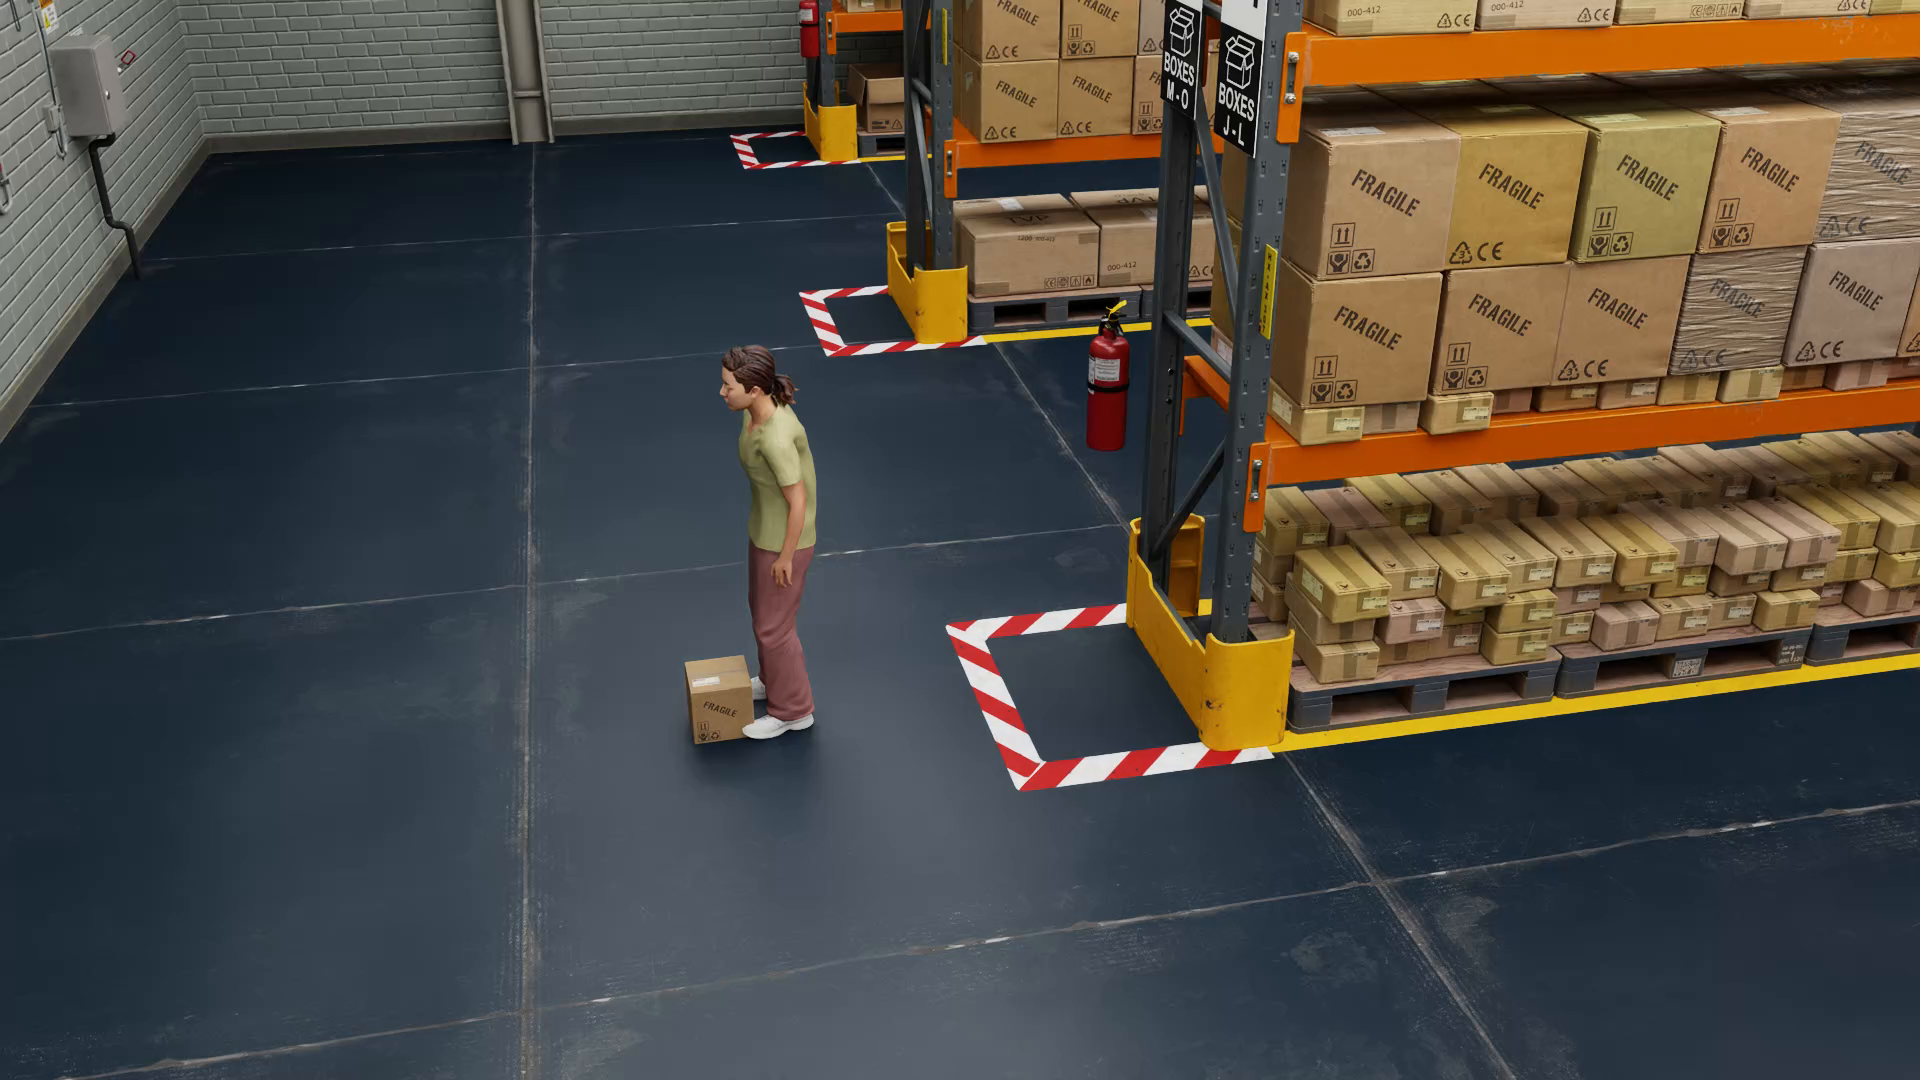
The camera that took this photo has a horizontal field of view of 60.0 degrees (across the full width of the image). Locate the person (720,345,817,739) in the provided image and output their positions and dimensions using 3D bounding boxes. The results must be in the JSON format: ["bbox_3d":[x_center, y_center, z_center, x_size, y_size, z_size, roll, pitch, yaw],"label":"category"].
[{"bbox_3d":[-0.755,-0.001,6.621,0.365,1.671,0.518,-8,28,-15],"label":"person"}]
